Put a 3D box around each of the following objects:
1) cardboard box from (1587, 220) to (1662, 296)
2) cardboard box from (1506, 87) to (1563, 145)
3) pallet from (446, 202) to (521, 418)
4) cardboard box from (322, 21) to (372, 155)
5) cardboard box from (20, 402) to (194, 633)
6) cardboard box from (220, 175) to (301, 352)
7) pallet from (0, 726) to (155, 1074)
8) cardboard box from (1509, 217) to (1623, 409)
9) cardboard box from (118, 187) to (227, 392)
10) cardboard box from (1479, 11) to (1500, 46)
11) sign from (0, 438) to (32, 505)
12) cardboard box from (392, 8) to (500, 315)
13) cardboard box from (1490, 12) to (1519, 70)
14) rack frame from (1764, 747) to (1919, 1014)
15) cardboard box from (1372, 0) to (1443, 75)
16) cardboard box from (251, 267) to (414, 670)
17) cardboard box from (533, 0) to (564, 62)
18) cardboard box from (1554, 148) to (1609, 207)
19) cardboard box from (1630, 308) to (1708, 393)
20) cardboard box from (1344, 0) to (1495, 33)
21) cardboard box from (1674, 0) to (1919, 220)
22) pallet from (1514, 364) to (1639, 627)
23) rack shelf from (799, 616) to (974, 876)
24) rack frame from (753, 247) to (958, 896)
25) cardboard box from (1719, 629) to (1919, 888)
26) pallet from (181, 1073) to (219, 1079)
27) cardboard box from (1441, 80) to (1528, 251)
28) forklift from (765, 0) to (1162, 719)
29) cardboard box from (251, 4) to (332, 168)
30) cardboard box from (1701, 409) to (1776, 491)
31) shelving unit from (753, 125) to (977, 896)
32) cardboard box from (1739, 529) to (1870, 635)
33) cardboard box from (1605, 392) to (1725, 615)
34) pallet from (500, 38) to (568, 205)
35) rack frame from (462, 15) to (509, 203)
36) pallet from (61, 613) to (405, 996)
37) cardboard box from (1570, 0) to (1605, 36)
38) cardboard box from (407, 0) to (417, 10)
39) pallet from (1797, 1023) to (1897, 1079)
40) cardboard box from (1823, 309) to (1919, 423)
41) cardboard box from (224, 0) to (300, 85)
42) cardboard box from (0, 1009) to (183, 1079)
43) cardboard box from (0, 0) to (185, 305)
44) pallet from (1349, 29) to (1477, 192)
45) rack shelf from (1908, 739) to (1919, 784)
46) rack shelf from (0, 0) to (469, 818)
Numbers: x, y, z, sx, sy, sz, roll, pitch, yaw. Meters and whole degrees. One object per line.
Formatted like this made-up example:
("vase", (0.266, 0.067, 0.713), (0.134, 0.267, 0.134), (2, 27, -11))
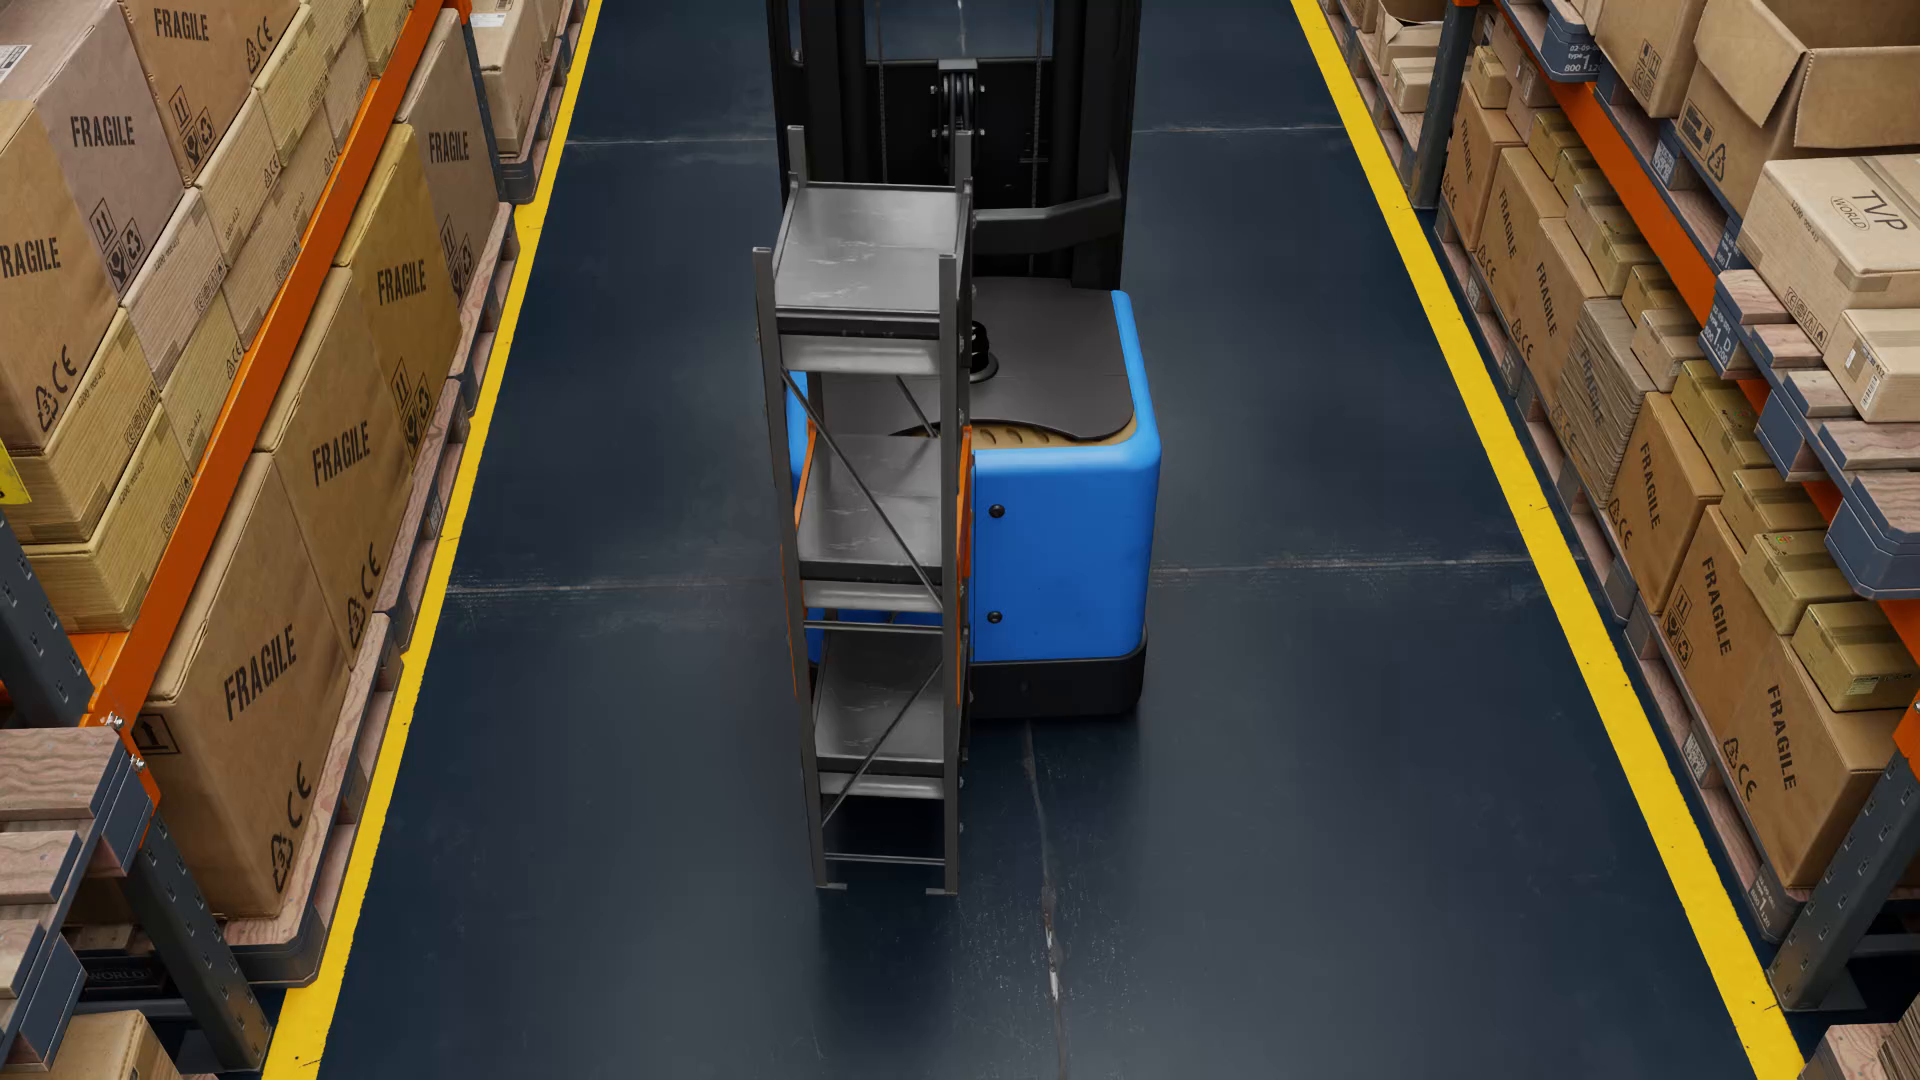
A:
("cardboard box", (2.365, -0.955, 5.631), (0.380, 0.149, 0.250), (0, 43, 0))
("cardboard box", (2.335, -1.650, 6.389), (0.380, 0.149, 0.250), (-3, 43, -3))
("pallet", (-2.354, -0.920, 6.598), (1.003, 0.211, 1.213), (-2, 43, -2))
("cardboard box", (-2.168, -1.431, 5.202), (0.500, 0.250, 0.500), (-3, 43, -3))
("cardboard box", (-2.062, -0.049, 3.695), (0.500, 0.250, 0.500), (-2, 43, -3))
("cardboard box", (-2.117, -0.750, 4.459), (0.500, 0.250, 0.500), (0, 43, 0))
("pallet", (-2.155, 0.782, 2.819), (1.213, 0.211, 1.003), (-2, 43, -2))
("cardboard box", (2.342, -0.816, 5.960), (0.500, 0.500, 0.500), (-3, 43, -3))
("cardboard box", (-2.088, -0.594, 3.919), (0.500, 0.250, 0.500), (-1, 43, -1))
("cardboard box", (2.705, -2.228, 7.640), (0.500, 0.311, 0.500), (0, 43, 0))
("sign", (-1.750, -0.186, 2.935), (0.100, 0.325, 0.005), (-2, 43, -2))
("cardboard box", (-2.356, -1.422, 6.344), (0.875, 0.875, 0.875), (0, 43, 0))
("cardboard box", (2.307, -1.946, 6.492), (0.380, 0.149, 0.250), (-2, 43, -3))
("rack frame", (2.667, 0.088, 3.434), (1.000, 3.000, 0.127), (-2, 43, -2))
("cardboard box", (2.165, -2.368, 7.826), (0.396, 0.266, 0.258), (0, 43, 0))
("cardboard box", (-2.272, -0.209, 5.020), (0.875, 0.875, 0.875), (-1, 43, -1))
("cardboard box", (-2.420, -2.709, 8.071), (0.875, 0.438, 0.875), (-3, 43, -3))
("cardboard box", (2.383, -1.292, 5.999), (0.380, 0.149, 0.250), (-2, 43, -3))
("cardboard box", (2.365, -0.606, 5.251), (0.380, 0.149, 0.250), (-4, 43, -4))
("cardboard box", (2.300, -2.851, 8.180), (0.700, 0.500, 0.500), (-3, 43, -3))
("cardboard box", (2.413, -1.201, 4.453), (0.797, 0.503, 0.637), (-3, 43, -3))
("pallet", (2.624, -0.210, 5.823), (1.003, 0.211, 1.213), (-2, 43, -2))
("rack shelf", (-0.191, 0.573, 4.627), (0.431, 0.518, 0.480), (2, 43, 3))
("rack frame", (-0.207, 0.211, 3.965), (0.400, 2.100, 0.015), (2, 43, 3))
("cardboard box", (2.434, 0.576, 4.441), (0.500, 0.500, 0.500), (-1, 43, -1))
("pallet", (-2.260, 1.789, 3.642), (1.003, 0.211, 1.213), (-2, 43, -2))
("cardboard box", (2.293, -1.512, 6.719), (0.500, 0.500, 0.500), (0, 43, 0))
("forklift", (-0.030, -1.506, 5.223), (1.130, 2.935, 3.031), (-2, 43, -2))
("cardboard box", (-2.105, -1.273, 4.660), (0.500, 0.250, 0.500), (-1, 43, -1))
("cardboard box", (2.417, -0.252, 4.864), (0.380, 0.149, 0.250), (0, 43, -1))
("shelving unit", (-0.191, 0.047, 4.145), (0.431, 2.100, 0.503), (2, 43, 3))
("cardboard box", (2.350, 0.106, 4.473), (0.380, 0.149, 0.250), (-4, 43, -4))
("cardboard box", (2.399, -0.116, 5.195), (0.500, 0.500, 0.500), (0, 43, 0))
("pallet", (-2.416, -1.955, 7.726), (1.003, 0.211, 1.213), (-2, 43, -2))
("rack frame", (-2.462, -2.467, 6.222), (1.000, 3.000, 0.127), (-2, 43, -2))
("pallet", (-2.250, 0.727, 4.801), (1.003, 0.211, 1.213), (-2, 43, -2))
("cardboard box", (2.173, -1.768, 5.248), (0.396, 0.266, 0.258), (0, 43, 0))
("cardboard box", (-2.191, -2.116, 5.950), (0.500, 0.250, 0.500), (-3, 43, -3))
("pallet", (2.663, 1.673, 3.768), (1.003, 0.211, 1.213), (-2, 43, -2))
("cardboard box", (2.256, -0.406, 3.849), (0.380, 0.149, 0.250), (-1, 43, -1))
("cardboard box", (-2.124, -1.537, 4.393), (0.500, 0.500, 0.500), (-1, 43, -1))
("cardboard box", (-2.278, 1.429, 3.605), (0.950, 0.372, 0.625), (-4, 43, -5))
("cardboard box", (-2.099, -0.847, 3.640), (0.500, 0.500, 0.500), (-1, 43, -2))
("pallet", (2.469, -2.048, 7.828), (1.003, 0.211, 1.213), (-2, 43, -2))
("rack shelf", (2.752, 1.704, 2.204), (1.077, 0.370, 4.000), (-2, 43, -2))
("rack shelf", (-2.377, -0.852, 4.992), (1.077, 0.370, 4.000), (-2, 43, -2))
